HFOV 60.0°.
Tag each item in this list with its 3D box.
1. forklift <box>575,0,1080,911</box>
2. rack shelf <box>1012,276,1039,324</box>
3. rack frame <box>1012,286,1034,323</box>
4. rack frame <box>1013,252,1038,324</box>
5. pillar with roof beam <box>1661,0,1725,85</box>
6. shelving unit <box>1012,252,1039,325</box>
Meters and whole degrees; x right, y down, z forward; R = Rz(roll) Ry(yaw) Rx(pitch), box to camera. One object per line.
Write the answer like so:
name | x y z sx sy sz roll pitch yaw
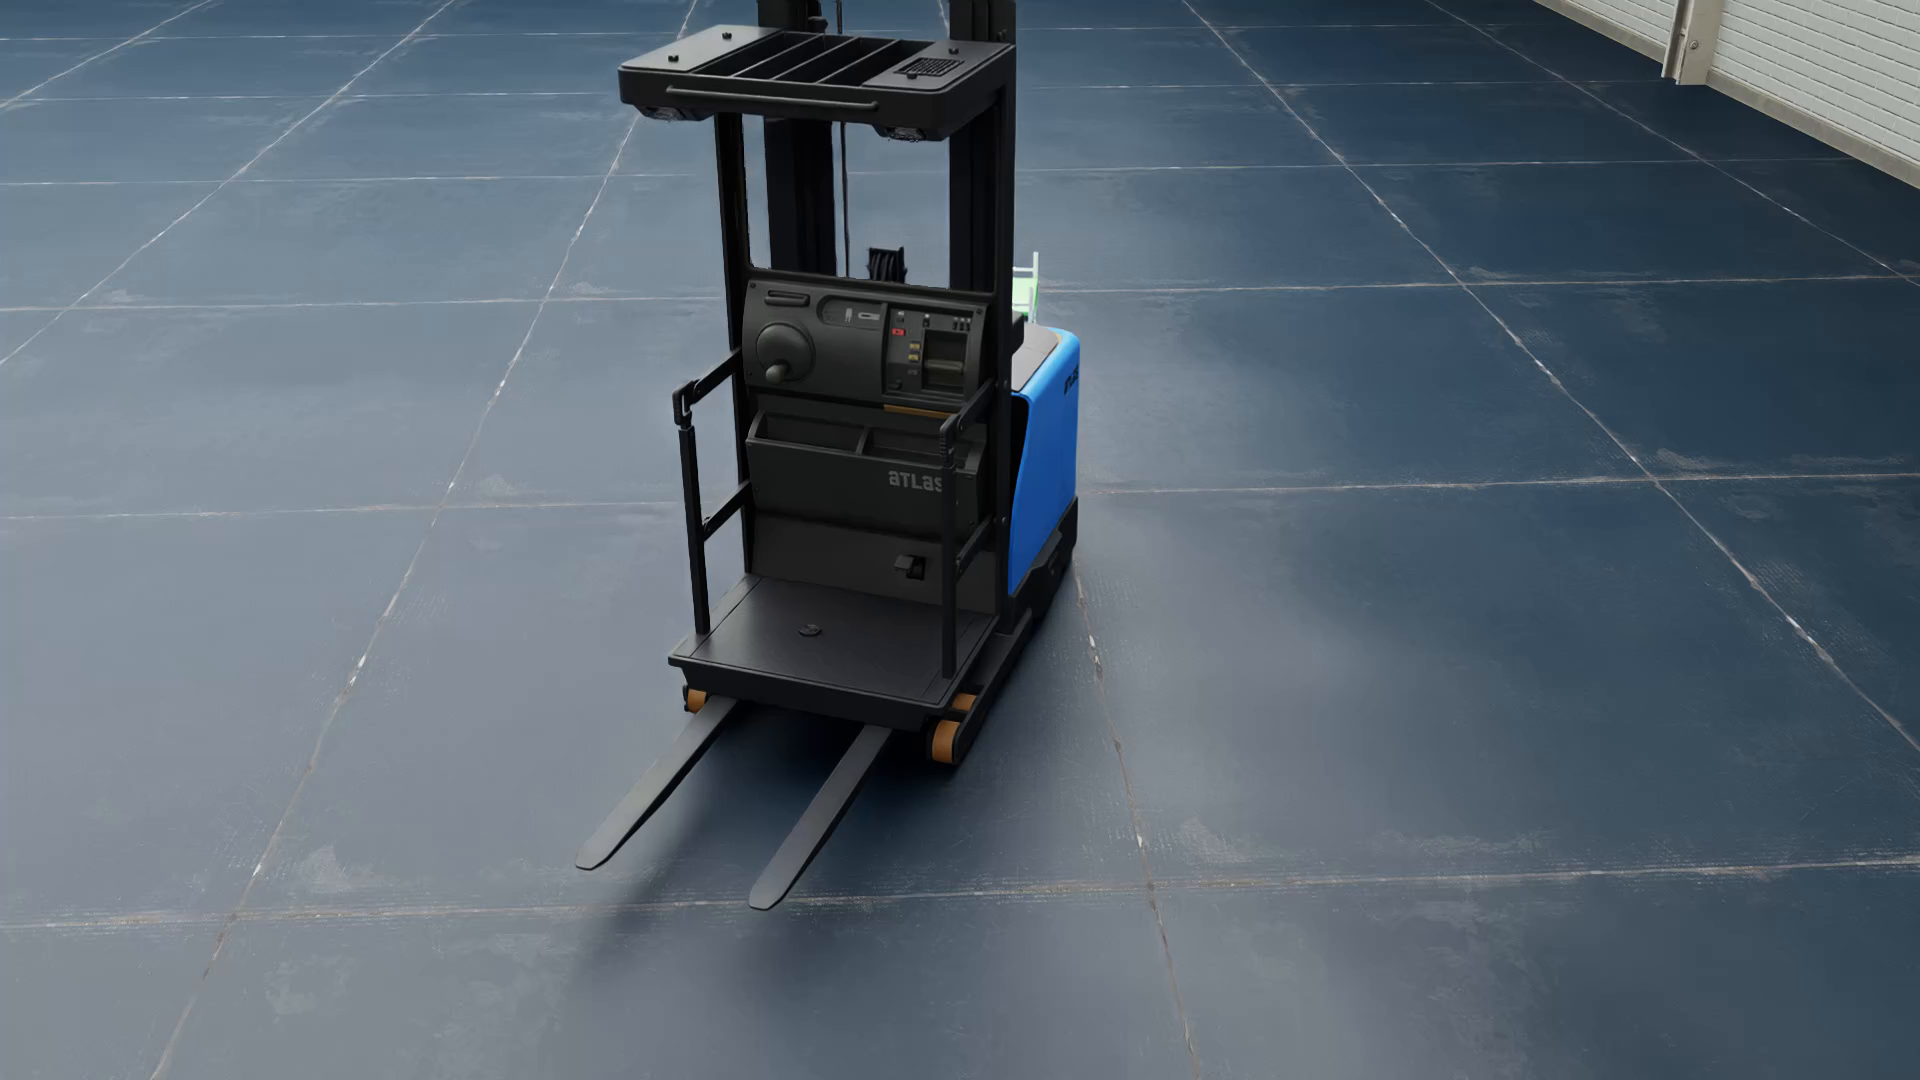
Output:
forklift | -0.423 -0.680 5.884 1.130 2.935 3.031 9 29 17
rack shelf | 0.223 -1.061 7.588 0.258 0.148 0.480 2 28 4
rack frame | 0.203 -0.580 7.564 0.240 1.200 0.015 2 28 4
rack frame | 0.242 -0.805 7.996 0.240 1.200 0.015 2 28 4
pillar with roof beam | 2.885 -8.444 14.210 9.100 9.000 0.400 -1 28 -3
shelving unit | 0.223 -0.692 7.780 0.258 1.200 0.503 2 28 4
